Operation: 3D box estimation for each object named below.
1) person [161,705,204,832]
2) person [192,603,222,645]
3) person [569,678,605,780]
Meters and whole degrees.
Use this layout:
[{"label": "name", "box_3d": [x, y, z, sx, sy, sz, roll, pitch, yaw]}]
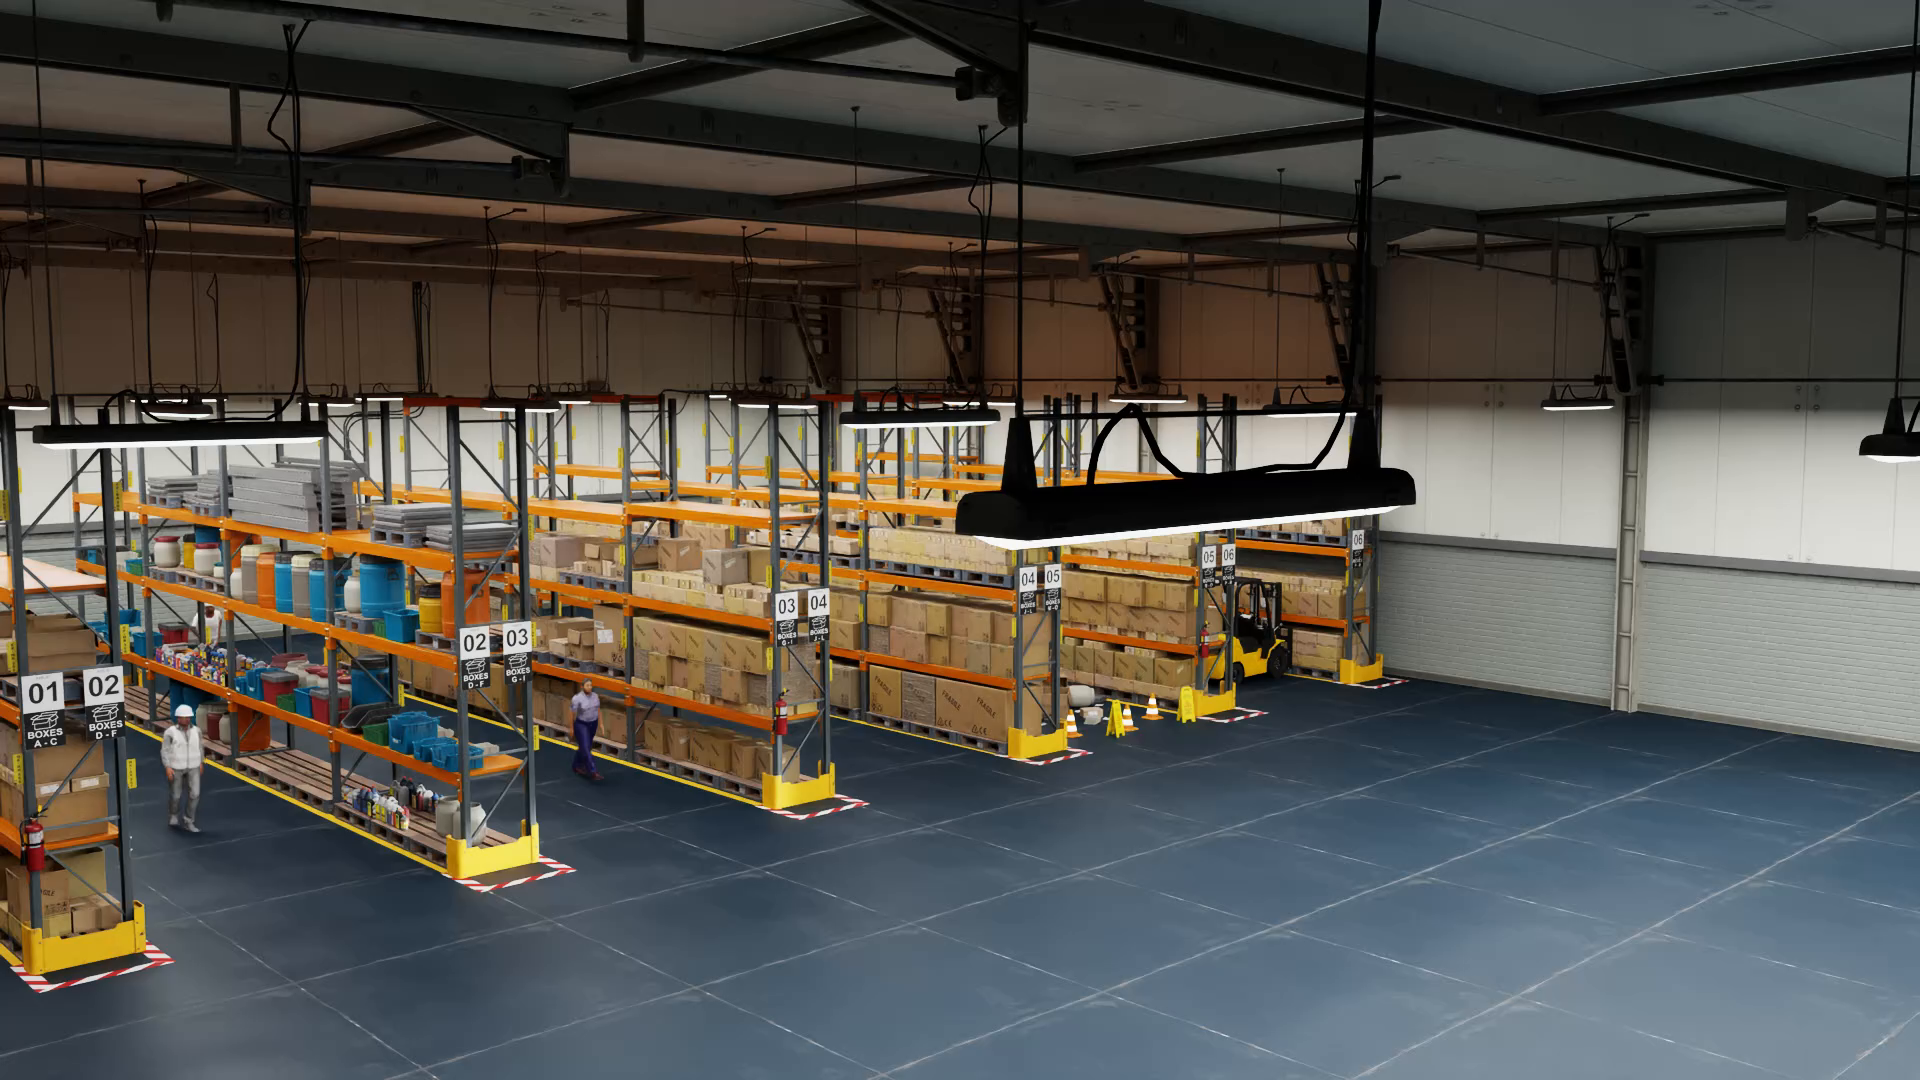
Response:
[{"label": "person", "box_3d": [-10.934, 3.219, 23.444, 0.657, 1.793, 0.607, 5, 8, 43]}, {"label": "person", "box_3d": [-16.020, 2.083, 35.393, 0.671, 1.662, 0.696, -4, 7, -36]}, {"label": "person", "box_3d": [-5.873, 2.970, 26.340, 1.005, 1.590, 0.507, 4, 7, 34]}]
